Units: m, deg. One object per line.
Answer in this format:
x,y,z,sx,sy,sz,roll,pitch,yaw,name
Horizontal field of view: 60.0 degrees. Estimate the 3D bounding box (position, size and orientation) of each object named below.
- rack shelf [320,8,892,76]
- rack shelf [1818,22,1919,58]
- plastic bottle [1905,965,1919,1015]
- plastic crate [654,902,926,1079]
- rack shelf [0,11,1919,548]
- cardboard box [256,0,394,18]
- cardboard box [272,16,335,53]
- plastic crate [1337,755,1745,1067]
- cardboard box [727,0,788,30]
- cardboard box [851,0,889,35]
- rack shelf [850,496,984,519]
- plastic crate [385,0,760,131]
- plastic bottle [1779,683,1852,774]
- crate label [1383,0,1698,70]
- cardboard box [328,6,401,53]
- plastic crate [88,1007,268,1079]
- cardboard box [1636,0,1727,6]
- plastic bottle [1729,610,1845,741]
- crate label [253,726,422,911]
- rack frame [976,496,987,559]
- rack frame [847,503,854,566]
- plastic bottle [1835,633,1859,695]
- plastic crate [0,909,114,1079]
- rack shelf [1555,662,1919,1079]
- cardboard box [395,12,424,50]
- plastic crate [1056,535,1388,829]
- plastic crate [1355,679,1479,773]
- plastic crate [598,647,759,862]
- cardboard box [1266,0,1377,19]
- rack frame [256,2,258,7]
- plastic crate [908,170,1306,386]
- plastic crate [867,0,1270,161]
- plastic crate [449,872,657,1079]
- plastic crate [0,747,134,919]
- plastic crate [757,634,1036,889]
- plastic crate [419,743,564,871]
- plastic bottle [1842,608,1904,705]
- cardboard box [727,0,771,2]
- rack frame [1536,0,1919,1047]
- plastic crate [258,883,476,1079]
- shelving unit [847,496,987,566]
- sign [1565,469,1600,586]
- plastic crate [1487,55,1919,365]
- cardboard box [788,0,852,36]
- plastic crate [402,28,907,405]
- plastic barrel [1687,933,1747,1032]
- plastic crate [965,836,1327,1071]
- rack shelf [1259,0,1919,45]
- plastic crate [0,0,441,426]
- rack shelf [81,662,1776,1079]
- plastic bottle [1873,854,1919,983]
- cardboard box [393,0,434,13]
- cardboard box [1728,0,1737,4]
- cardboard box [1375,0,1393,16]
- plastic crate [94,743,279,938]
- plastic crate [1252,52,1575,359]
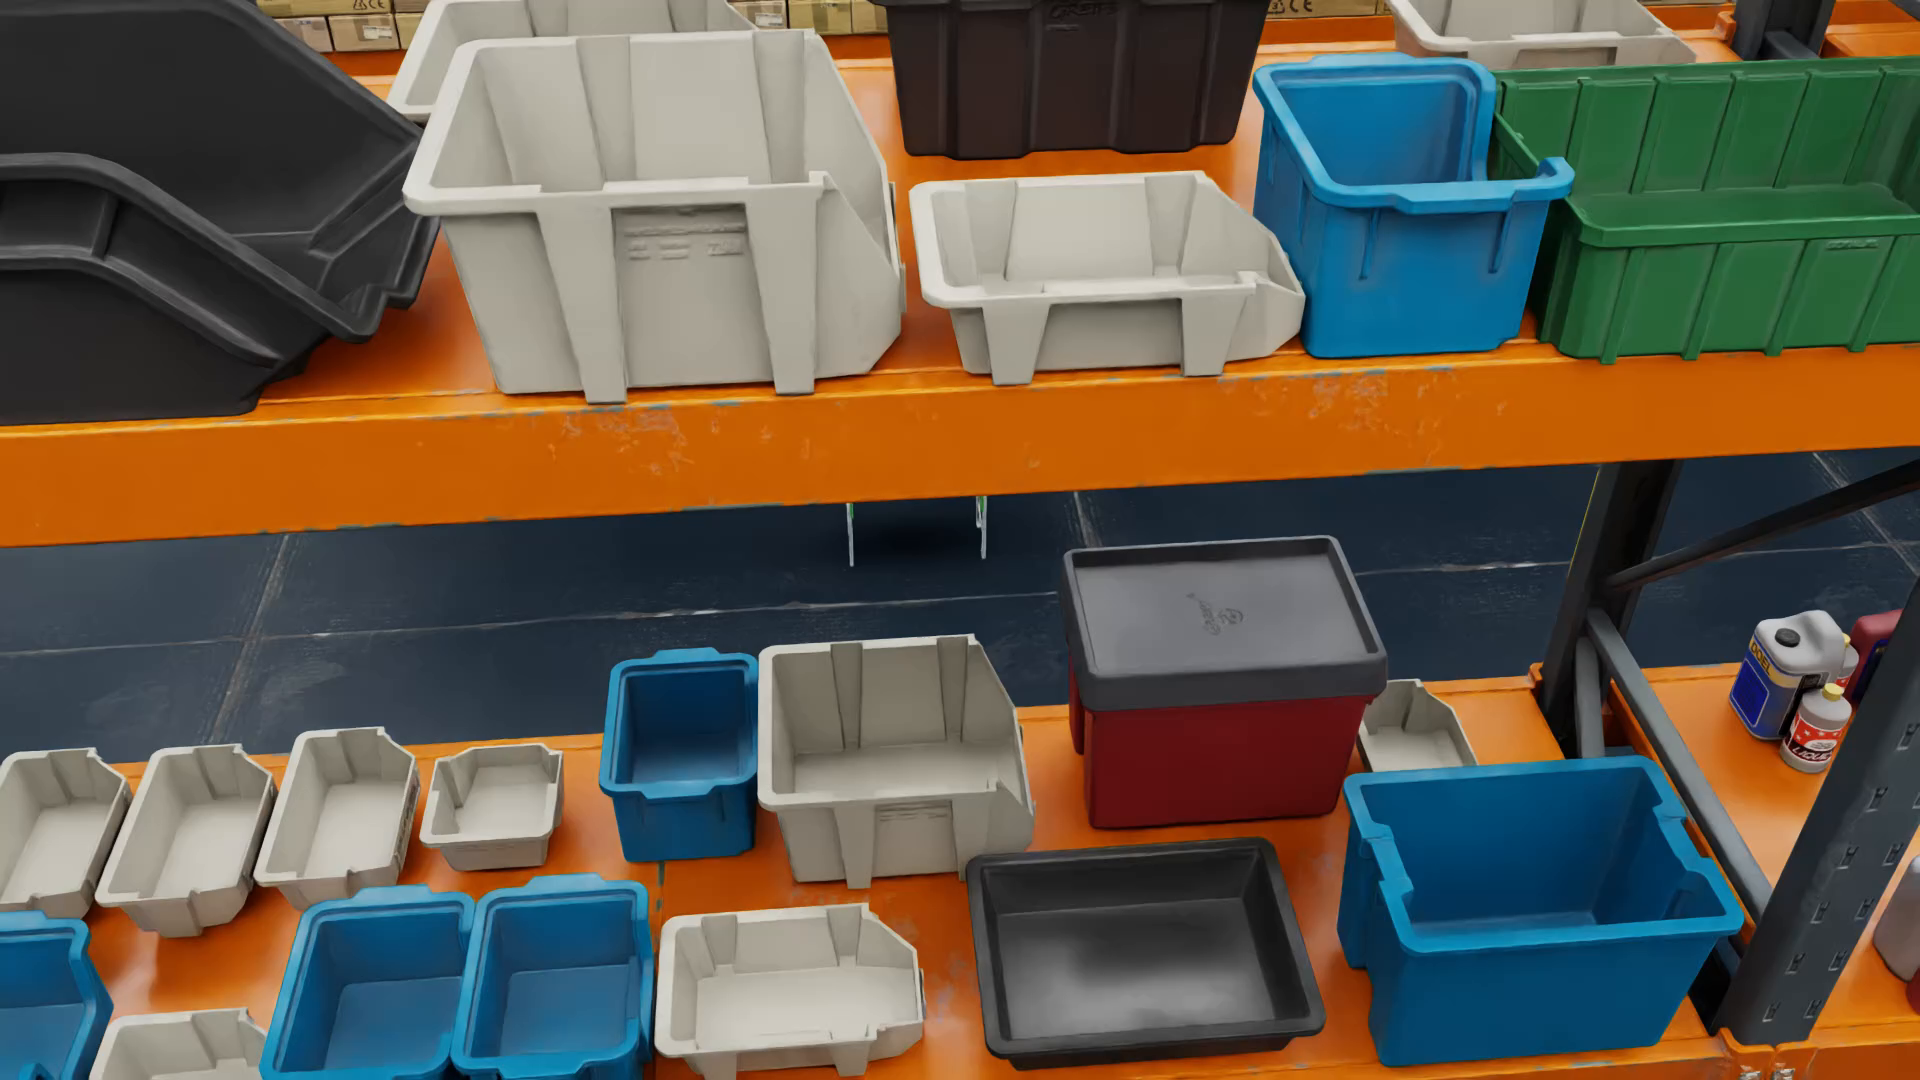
-1.019,-2.210,7.210,4.000,0.370,1.077,-3,38,-4,rack shelf
3.404,-0.551,2.686,4.000,0.370,1.077,-3,38,-4,rack shelf
1.815,0.743,2.981,0.133,0.283,0.061,-3,38,-4,plastic bottle
-0.296,0.815,2.960,0.466,0.136,0.293,-3,38,-4,plastic crate
-0.580,-0.332,2.408,4.000,0.370,1.077,-3,38,-4,rack shelf
-2.509,-2.300,6.625,0.500,0.250,0.500,-4,38,-5,cardboard box
-2.628,-2.100,6.693,0.250,0.149,0.380,-3,38,-3,cardboard box
0.977,0.672,2.941,0.575,0.384,0.392,-3,38,-4,plastic crate
-0.835,-2.201,6.820,0.250,0.149,0.380,-3,38,-3,cardboard box
-0.326,-2.228,6.855,0.250,0.149,0.380,-2,38,-3,cardboard box
-0.165,-0.223,6.055,0.480,0.148,0.258,-3,38,-4,rack shelf
-0.536,-0.667,2.466,0.530,0.136,0.437,-3,38,-4,plastic crate
1.806,0.387,3.499,0.097,0.201,0.097,0,38,0,plastic bottle
0.899,-0.772,2.598,0.466,0.136,0.293,-3,38,-4,crate label
-2.372,-2.115,6.712,0.250,0.149,0.380,-4,38,-5,cardboard box
-1.294,0.939,2.803,0.298,0.136,0.250,-3,38,-4,plastic crate
2.967,-2.599,7.042,0.500,0.500,0.500,-2,38,-3,cardboard box
1.776,0.281,3.572,0.135,0.276,0.152,-3,38,-4,plastic bottle
-1.211,0.559,3.284,0.243,0.136,0.396,-3,38,-4,crate label
0.078,-0.475,5.884,0.015,1.200,0.240,-3,38,-4,rack frame
-0.408,-0.449,5.850,0.015,1.200,0.240,-3,38,-4,rack frame
1.889,0.287,3.625,0.097,0.201,0.097,0,38,0,plastic bottle
-1.641,0.869,2.814,0.300,0.233,0.416,-3,38,-4,plastic crate
3.404,0.626,3.615,4.000,0.370,1.077,-3,38,-4,rack shelf
-2.117,-2.129,6.730,0.250,0.149,0.380,-4,38,-5,cardboard box
0.501,0.299,3.349,0.583,0.464,0.402,-3,38,-4,plastic crate
0.936,0.471,3.396,0.243,0.136,0.396,-3,38,-4,plastic crate
-0.549,0.444,3.352,0.300,0.233,0.416,-3,38,-4,plastic crate
1.454,-2.513,6.932,0.500,0.500,0.500,-3,38,-4,cardboard box
-3.011,-2.383,6.848,0.127,3.000,1.000,-3,38,-4,rack frame
0.179,-0.316,2.020,0.466,0.136,0.293,-3,38,-4,plastic crate
0.151,-0.774,2.493,0.590,0.269,0.497,-3,38,-4,plastic crate
-0.687,0.816,2.881,0.300,0.233,0.416,-3,38,-4,plastic crate
-1.776,0.597,3.237,0.243,0.136,0.396,-3,38,-4,plastic crate
-0.125,0.447,3.309,0.530,0.282,0.437,-3,38,-4,plastic crate
-0.917,0.532,3.319,0.250,0.136,0.298,-3,38,-4,plastic crate
2.003,0.238,3.622,0.133,0.283,0.061,-3,38,-4,plastic bottle
-0.971,-2.390,6.739,0.500,0.250,0.500,-4,38,-5,cardboard box
1.412,0.454,3.253,0.127,3.000,1.000,-3,38,-4,rack frame
-0.985,0.833,2.860,0.300,0.233,0.416,-3,38,-4,plastic crate
-0.165,-0.462,5.867,0.503,1.200,0.258,-3,38,-4,shelving unit
1.365,0.005,3.598,0.005,0.325,0.100,-3,38,-4,sign
1.017,-0.431,2.124,0.662,0.188,0.450,-3,38,-4,plastic crate
-0.581,-2.214,6.837,0.250,0.149,0.380,-4,38,-5,cardboard box
-0.337,-0.389,1.996,0.530,0.282,0.437,-3,38,-4,plastic crate
1.956,1.093,3.798,0.708,0.901,0.600,-3,38,-4,plastic barrel
0.321,0.765,3.032,0.590,0.125,0.437,-3,38,-4,plastic crate
2.966,-2.430,7.488,4.000,0.370,1.077,-3,38,-4,rack shelf
-1.026,-0.394,1.957,0.767,0.338,0.504,-3,38,-4,plastic crate
-0.580,0.846,3.337,4.000,0.370,1.077,-3,38,-4,rack shelf
1.832,0.651,3.043,0.185,0.351,0.144,-3,38,-4,plastic bottle
-1.992,-2.333,6.666,0.500,0.250,0.500,-4,38,-5,cardboard box
3.474,-2.627,7.077,0.500,0.500,0.500,-4,38,-5,cardboard box
1.955,-2.541,6.968,0.500,0.500,0.500,-3,38,-4,cardboard box
-1.486,0.590,3.246,0.243,0.136,0.396,-3,38,-4,plastic crate
0.534,-0.411,2.063,0.300,0.233,0.416,-3,38,-4,plastic crate
